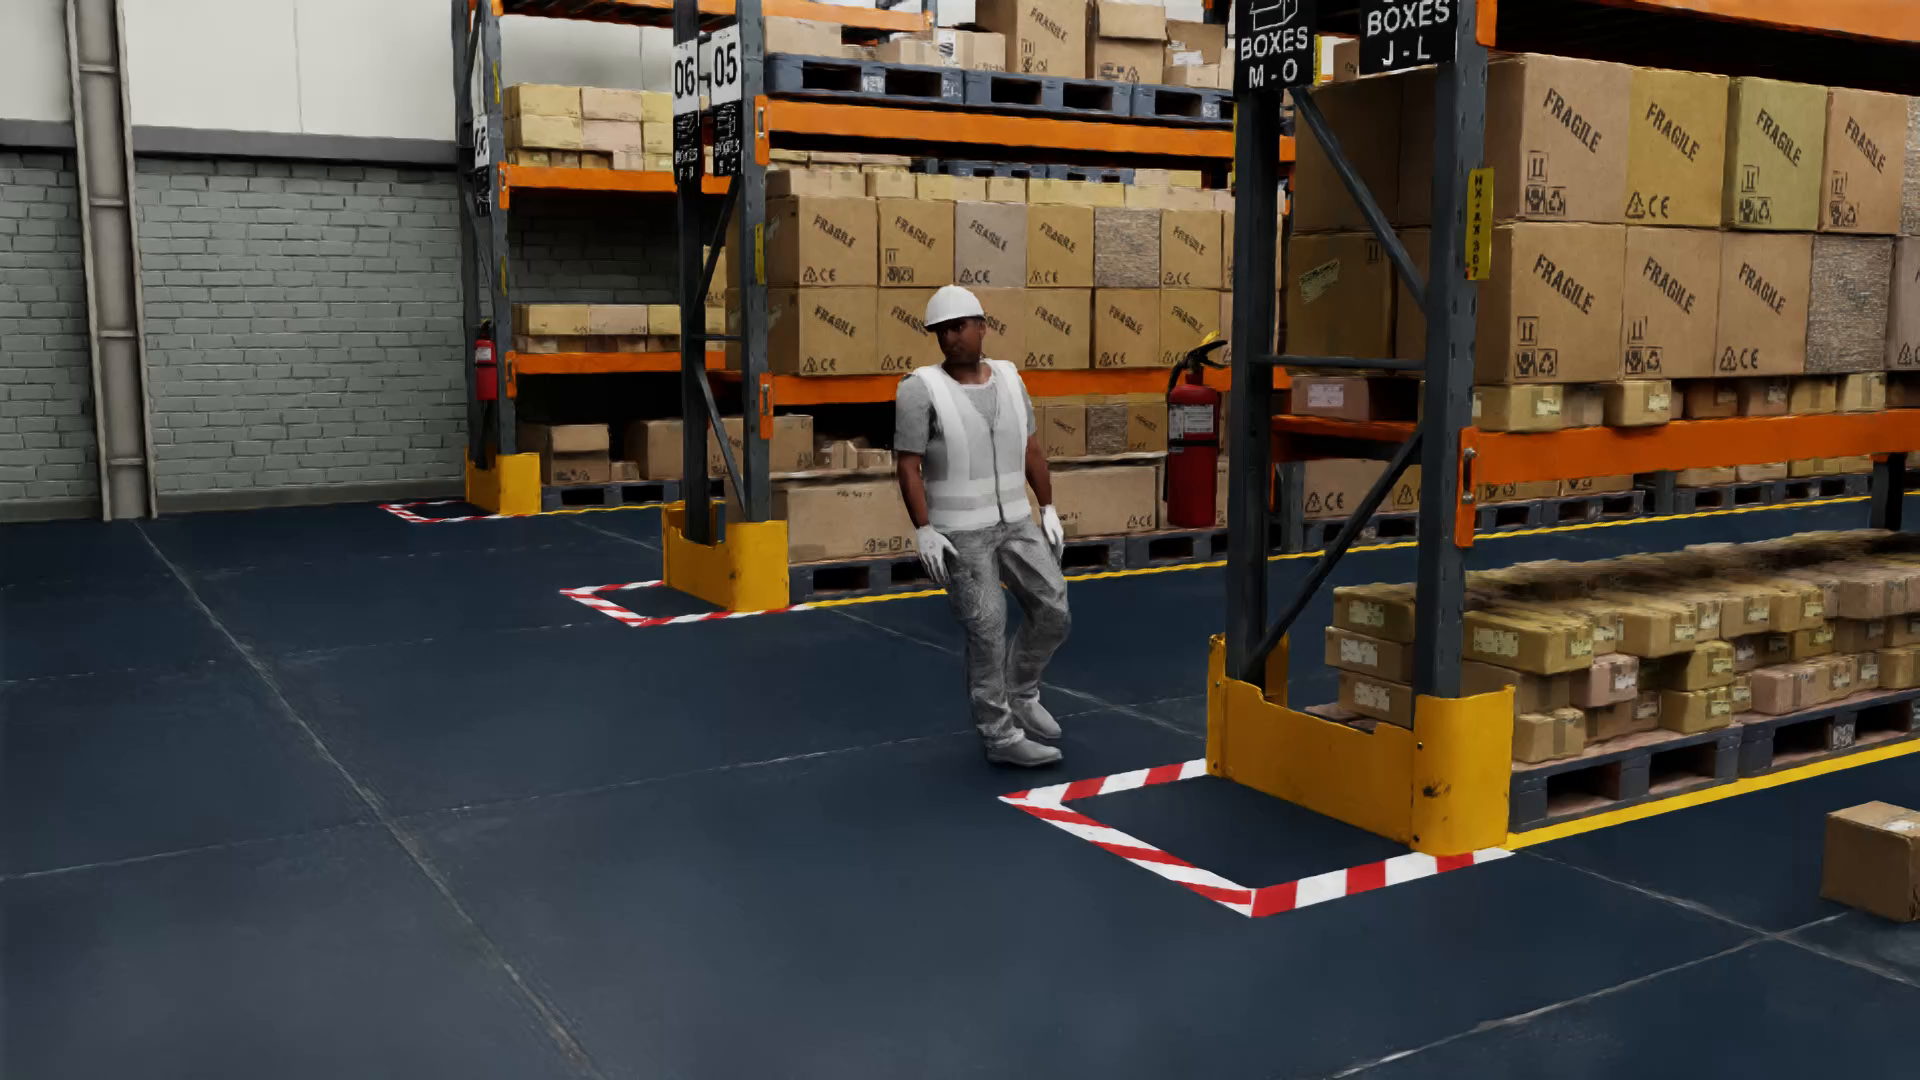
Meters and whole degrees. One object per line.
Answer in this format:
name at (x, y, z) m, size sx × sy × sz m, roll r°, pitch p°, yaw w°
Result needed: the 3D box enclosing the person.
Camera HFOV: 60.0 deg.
person at (0.118, -0.039, 6.090) m, size 0.690 × 1.772 × 0.439 m, roll -6°, pitch 10°, yaw -36°
